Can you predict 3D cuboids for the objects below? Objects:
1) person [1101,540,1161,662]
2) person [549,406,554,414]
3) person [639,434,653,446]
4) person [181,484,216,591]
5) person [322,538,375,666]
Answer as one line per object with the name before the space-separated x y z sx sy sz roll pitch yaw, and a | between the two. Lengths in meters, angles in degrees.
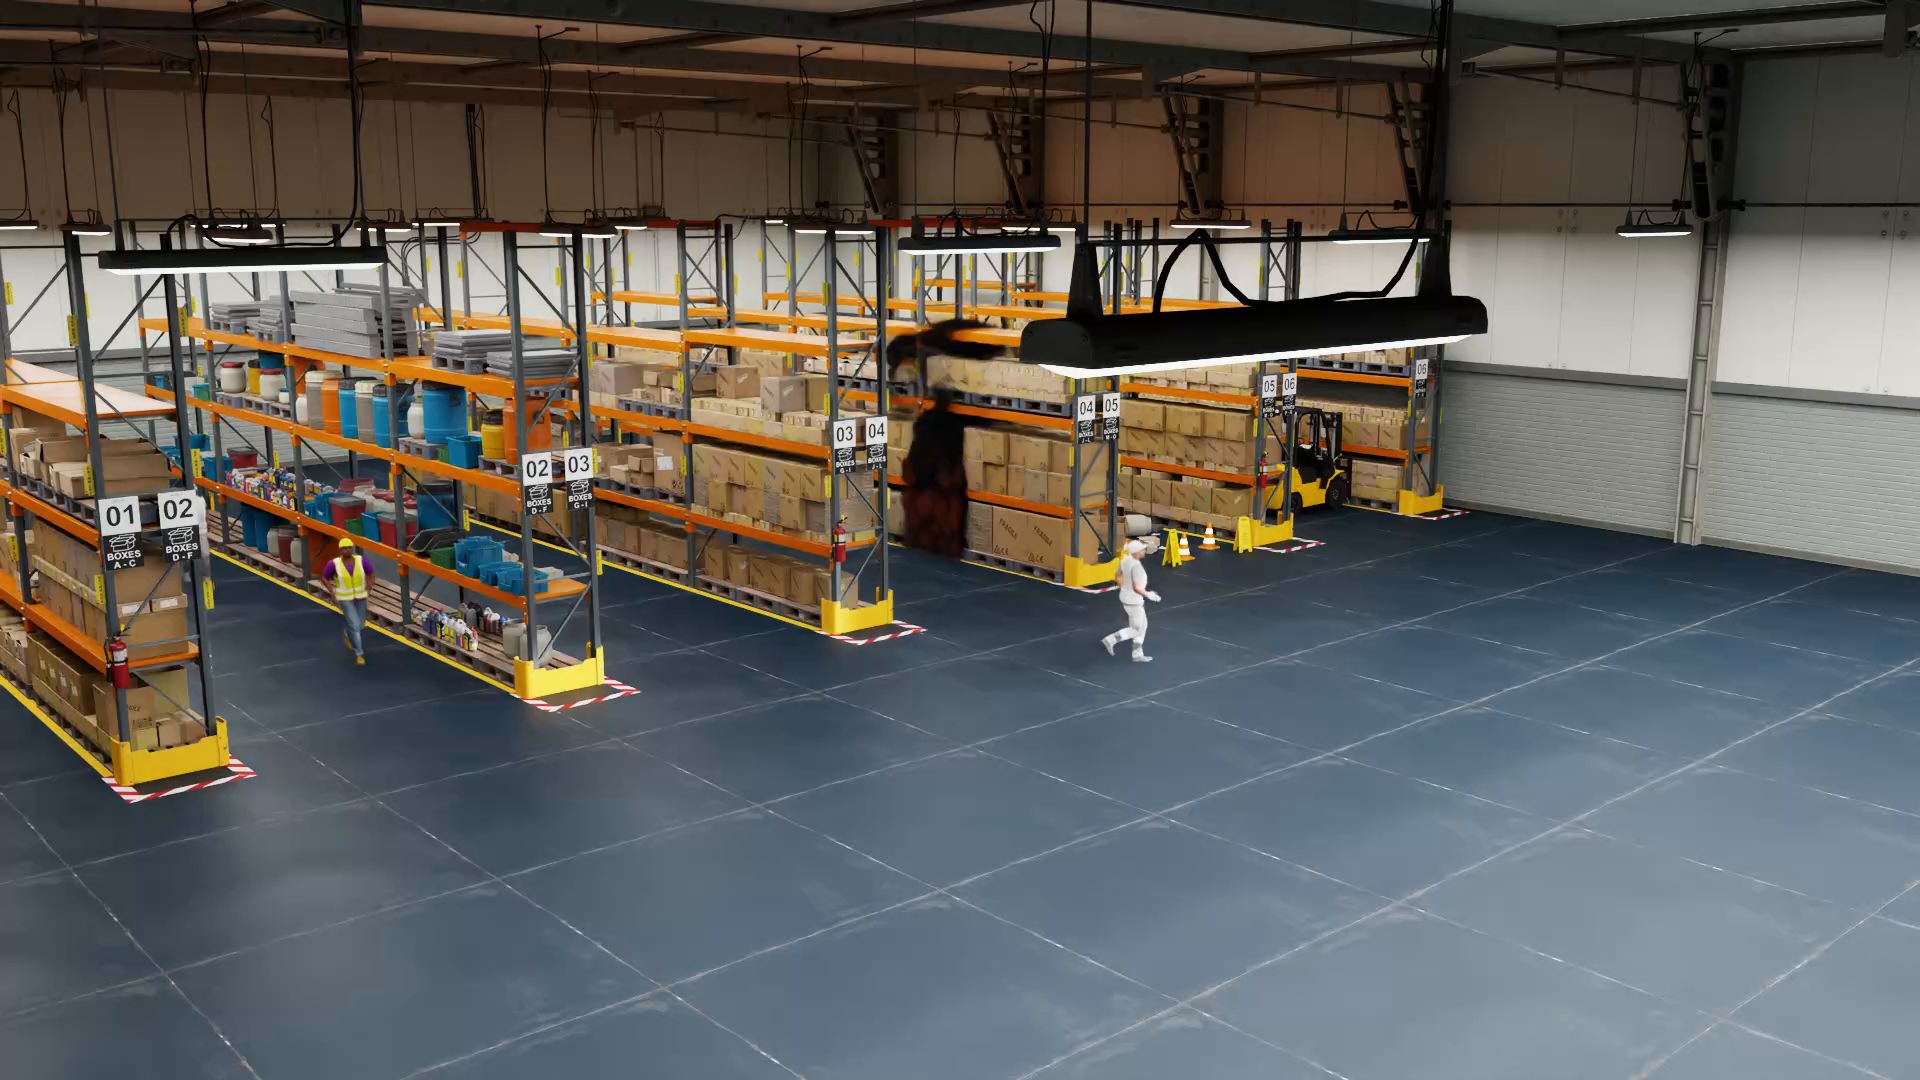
person | 2.327 0.866 23.173 0.795 1.747 0.644 -3 12 -14
person | -9.660 -2.290 38.927 0.958 1.722 0.728 -3 12 -14
person | -7.877 -2.876 41.750 0.909 1.764 0.608 -10 15 -42
person | -12.801 -0.074 27.730 0.640 1.796 0.890 -10 15 -40
person | -8.534 0.832 23.345 0.689 1.767 0.852 -8 14 -35
